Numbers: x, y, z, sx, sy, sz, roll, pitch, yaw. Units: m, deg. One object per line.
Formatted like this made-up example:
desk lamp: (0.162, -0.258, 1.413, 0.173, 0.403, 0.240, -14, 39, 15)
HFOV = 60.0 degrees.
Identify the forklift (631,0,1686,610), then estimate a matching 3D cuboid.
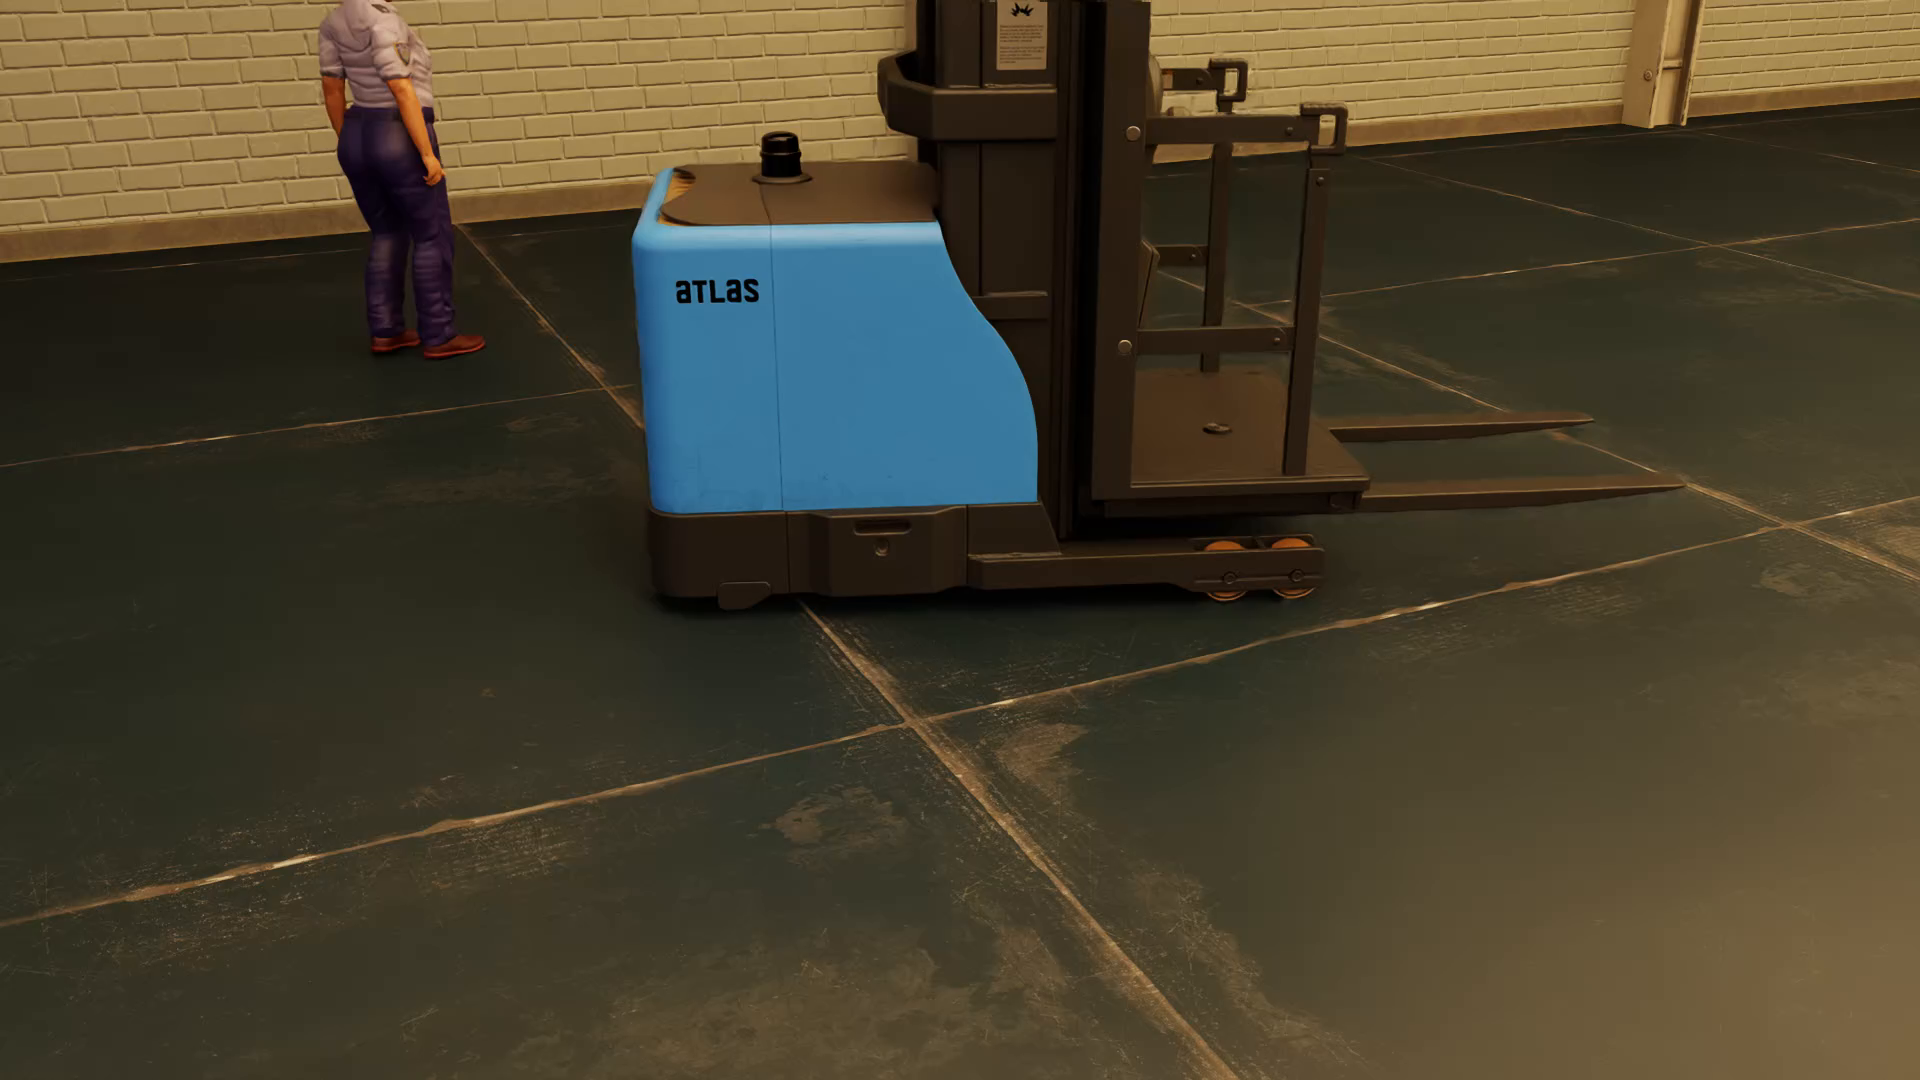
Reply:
forklift: (0.612, -1.382, 4.612, 3.031, 2.935, 1.130, -2, 23, -5)

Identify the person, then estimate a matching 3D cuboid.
person: (-2.278, -1.566, 6.734, 0.563, 1.650, 0.385, 14, 26, 30)
